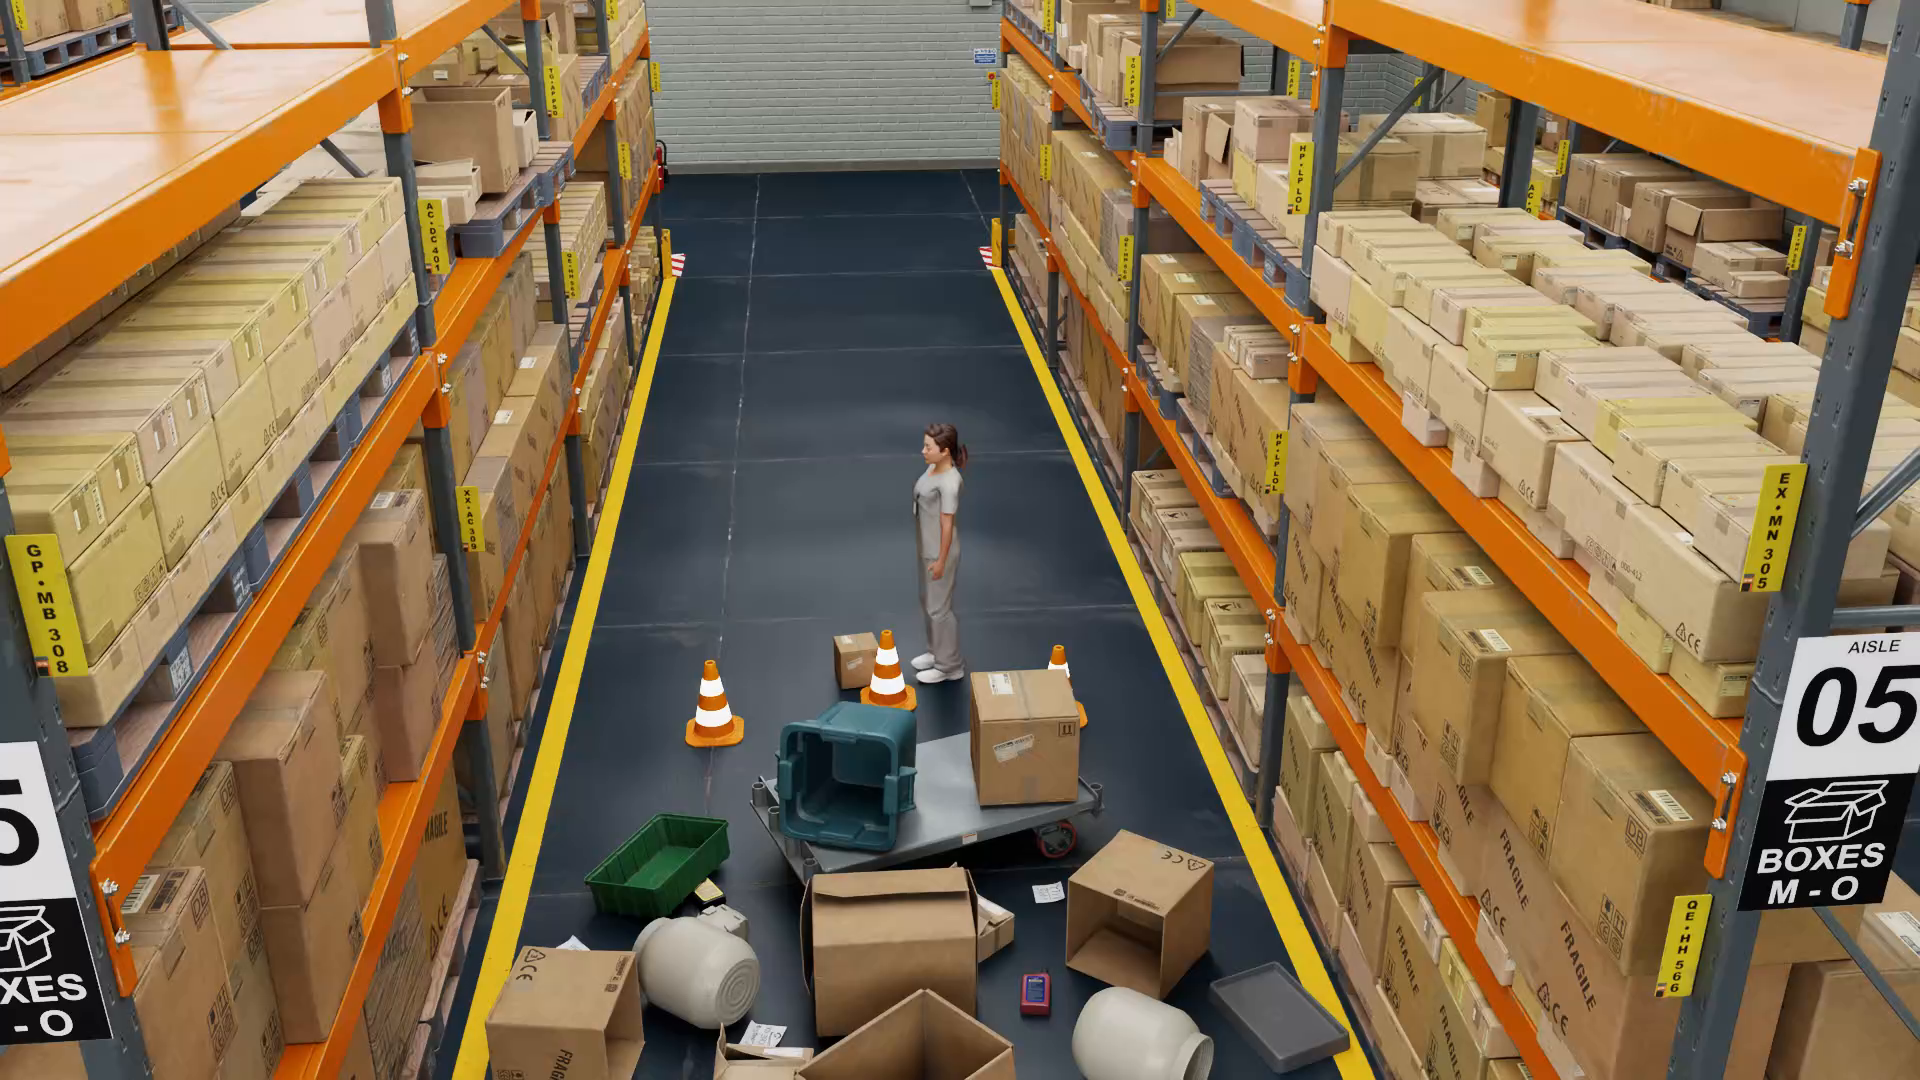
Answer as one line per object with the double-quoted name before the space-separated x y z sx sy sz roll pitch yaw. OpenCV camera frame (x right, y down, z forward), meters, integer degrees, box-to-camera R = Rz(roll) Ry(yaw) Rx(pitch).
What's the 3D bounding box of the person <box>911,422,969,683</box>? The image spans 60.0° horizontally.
"person" -0.118 0.073 10.160 0.362 1.674 0.437 -5 24 -12
